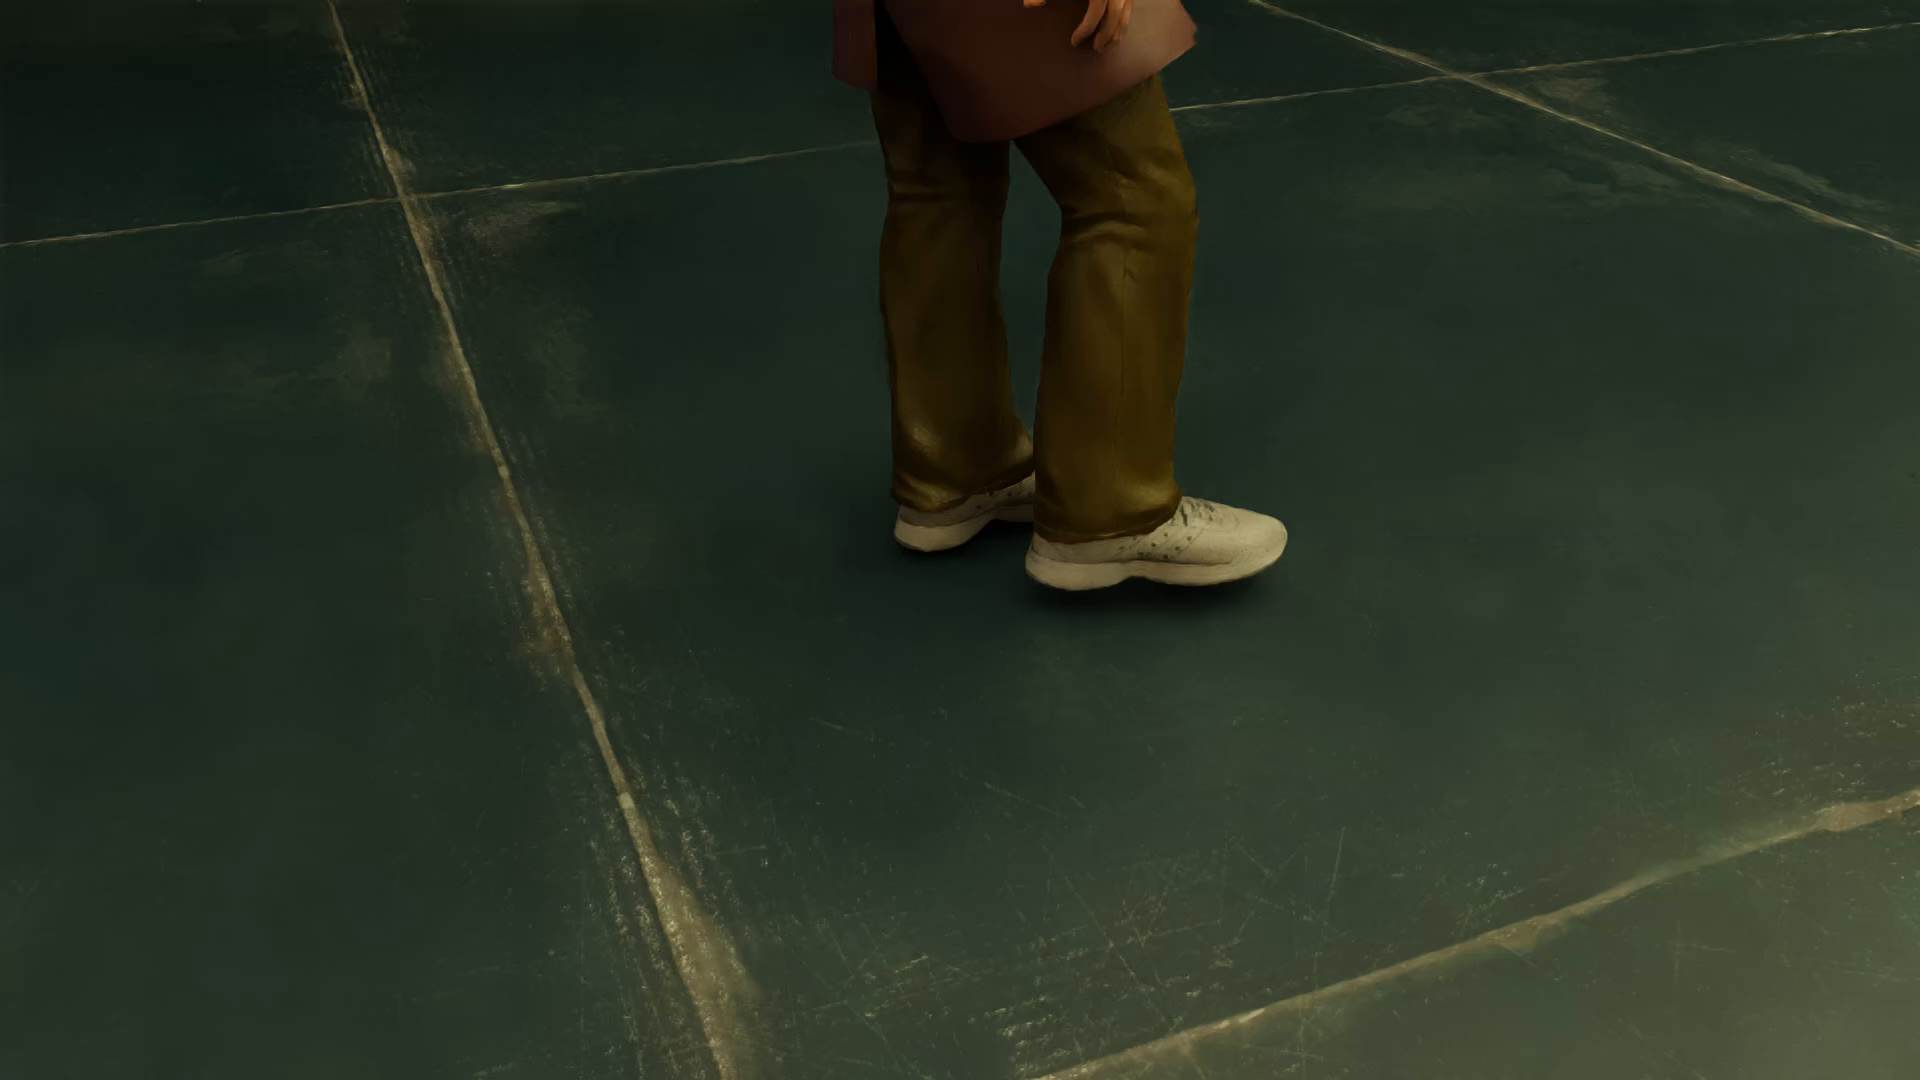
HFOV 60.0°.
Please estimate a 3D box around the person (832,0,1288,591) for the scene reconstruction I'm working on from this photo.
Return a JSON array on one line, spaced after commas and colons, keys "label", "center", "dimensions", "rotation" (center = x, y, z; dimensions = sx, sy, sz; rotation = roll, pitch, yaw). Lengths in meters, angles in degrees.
[{"label": "person", "center": [0.085, -0.795, 2.081], "dimensions": [0.586, 1.775, 0.694], "rotation": [-11, 32, -19]}]
